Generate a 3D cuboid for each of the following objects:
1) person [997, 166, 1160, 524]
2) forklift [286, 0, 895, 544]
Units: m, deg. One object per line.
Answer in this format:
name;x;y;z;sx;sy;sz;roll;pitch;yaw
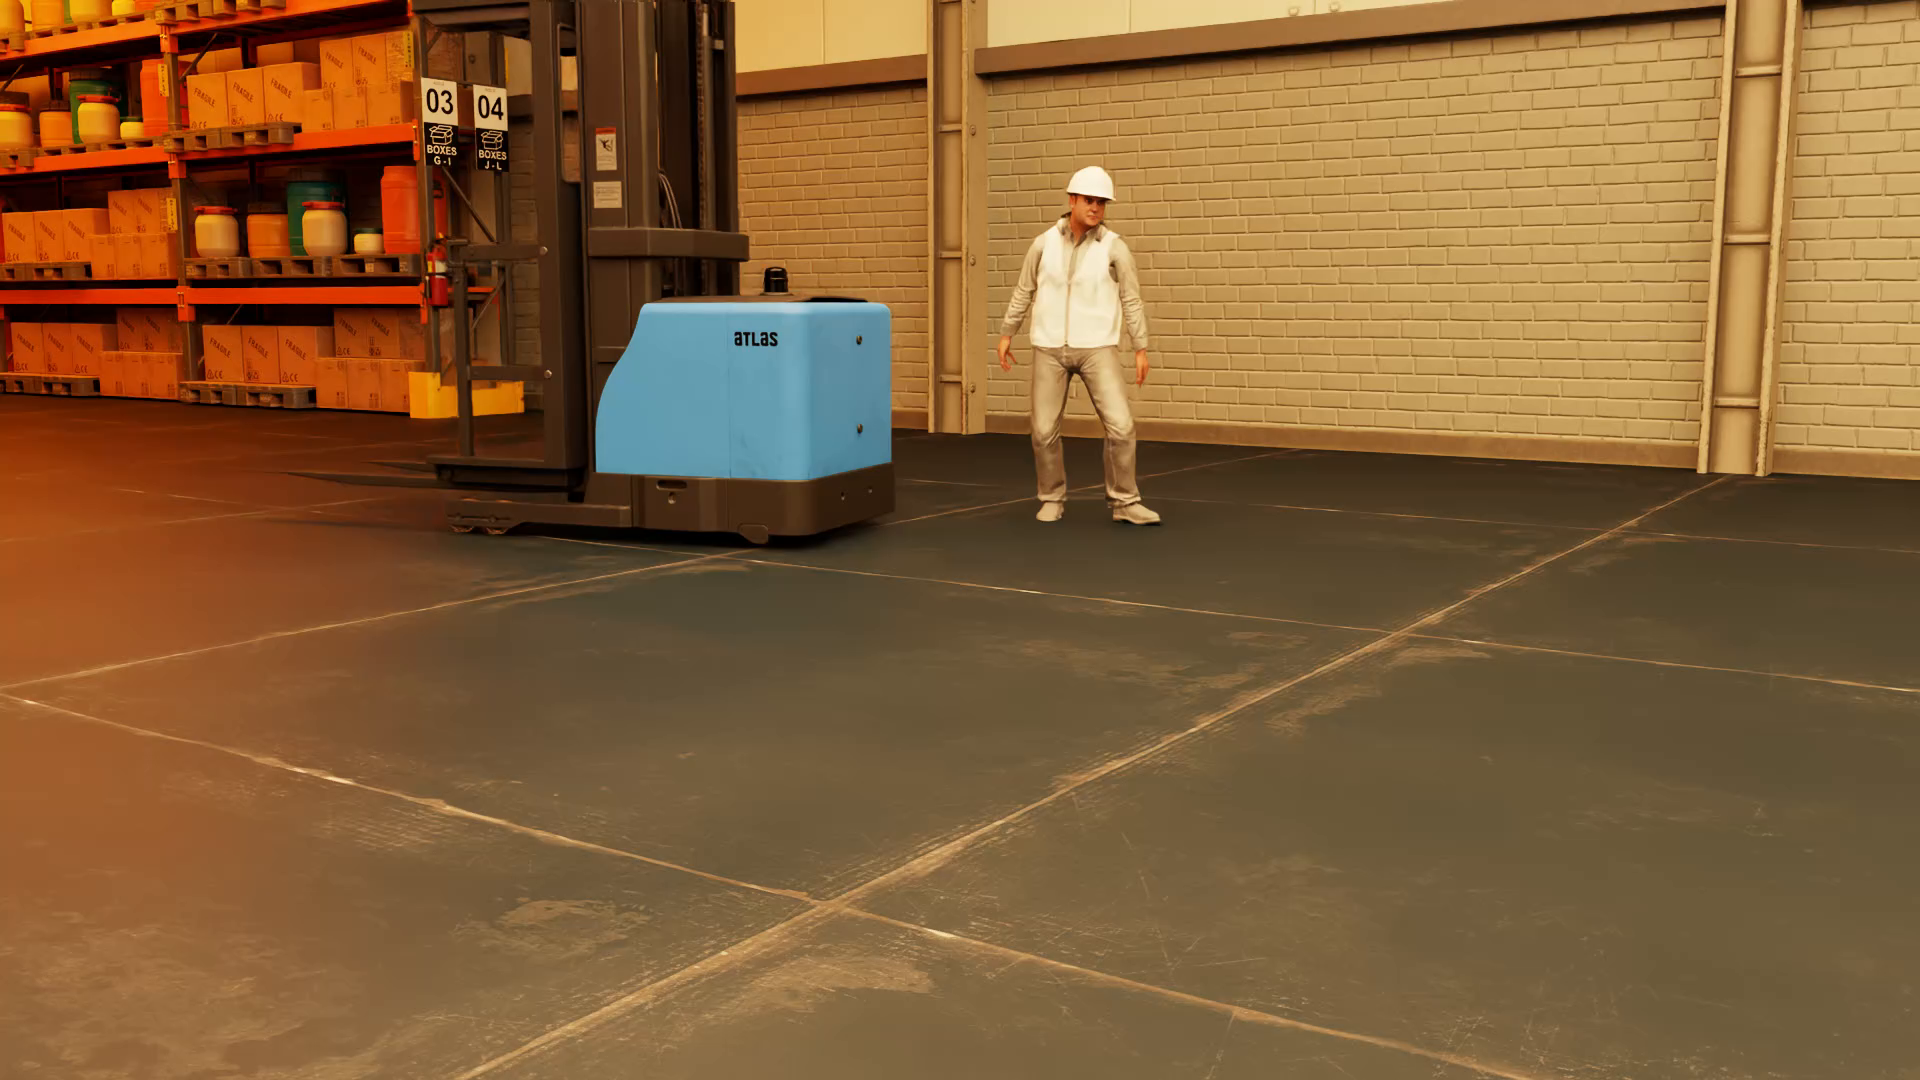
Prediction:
person;0.583;-0.939;8.174;0.867;1.745;0.467;2;8;16
forklift;-1.887;-1.539;8.014;3.031;2.935;1.130;3;9;21
